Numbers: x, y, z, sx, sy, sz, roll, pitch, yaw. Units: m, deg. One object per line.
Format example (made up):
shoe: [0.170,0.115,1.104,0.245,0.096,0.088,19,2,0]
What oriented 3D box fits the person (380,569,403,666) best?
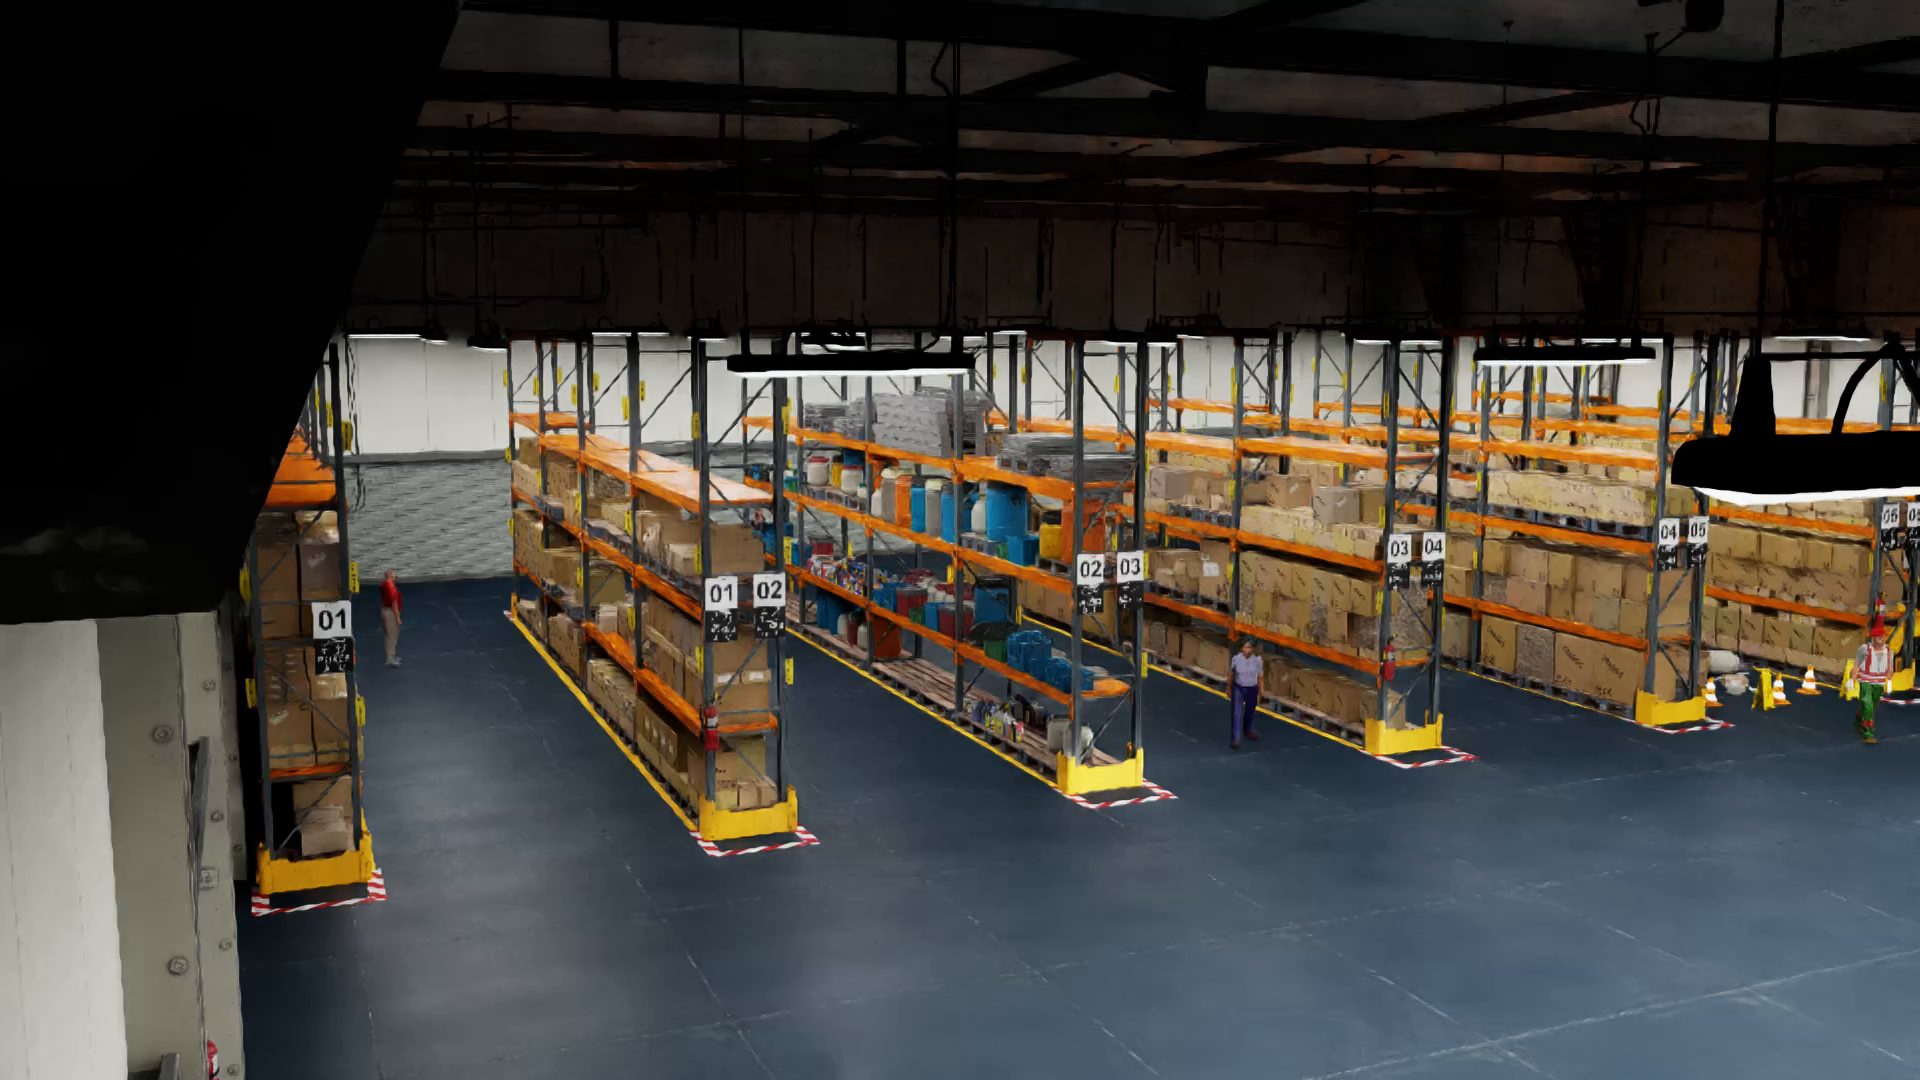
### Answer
person: [-10.271,1.374,30.078,0.407,1.730,0.655,-6,10,-37]

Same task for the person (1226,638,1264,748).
person: [4.202,2.221,24.486,0.522,1.594,0.938,0,8,1]

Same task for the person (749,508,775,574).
person: [-4.907,0.015,40.147,0.736,1.715,0.894,-6,10,-38]

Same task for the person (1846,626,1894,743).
person: [13.582,2.120,24.778,0.595,1.739,0.986,0,8,-2]
